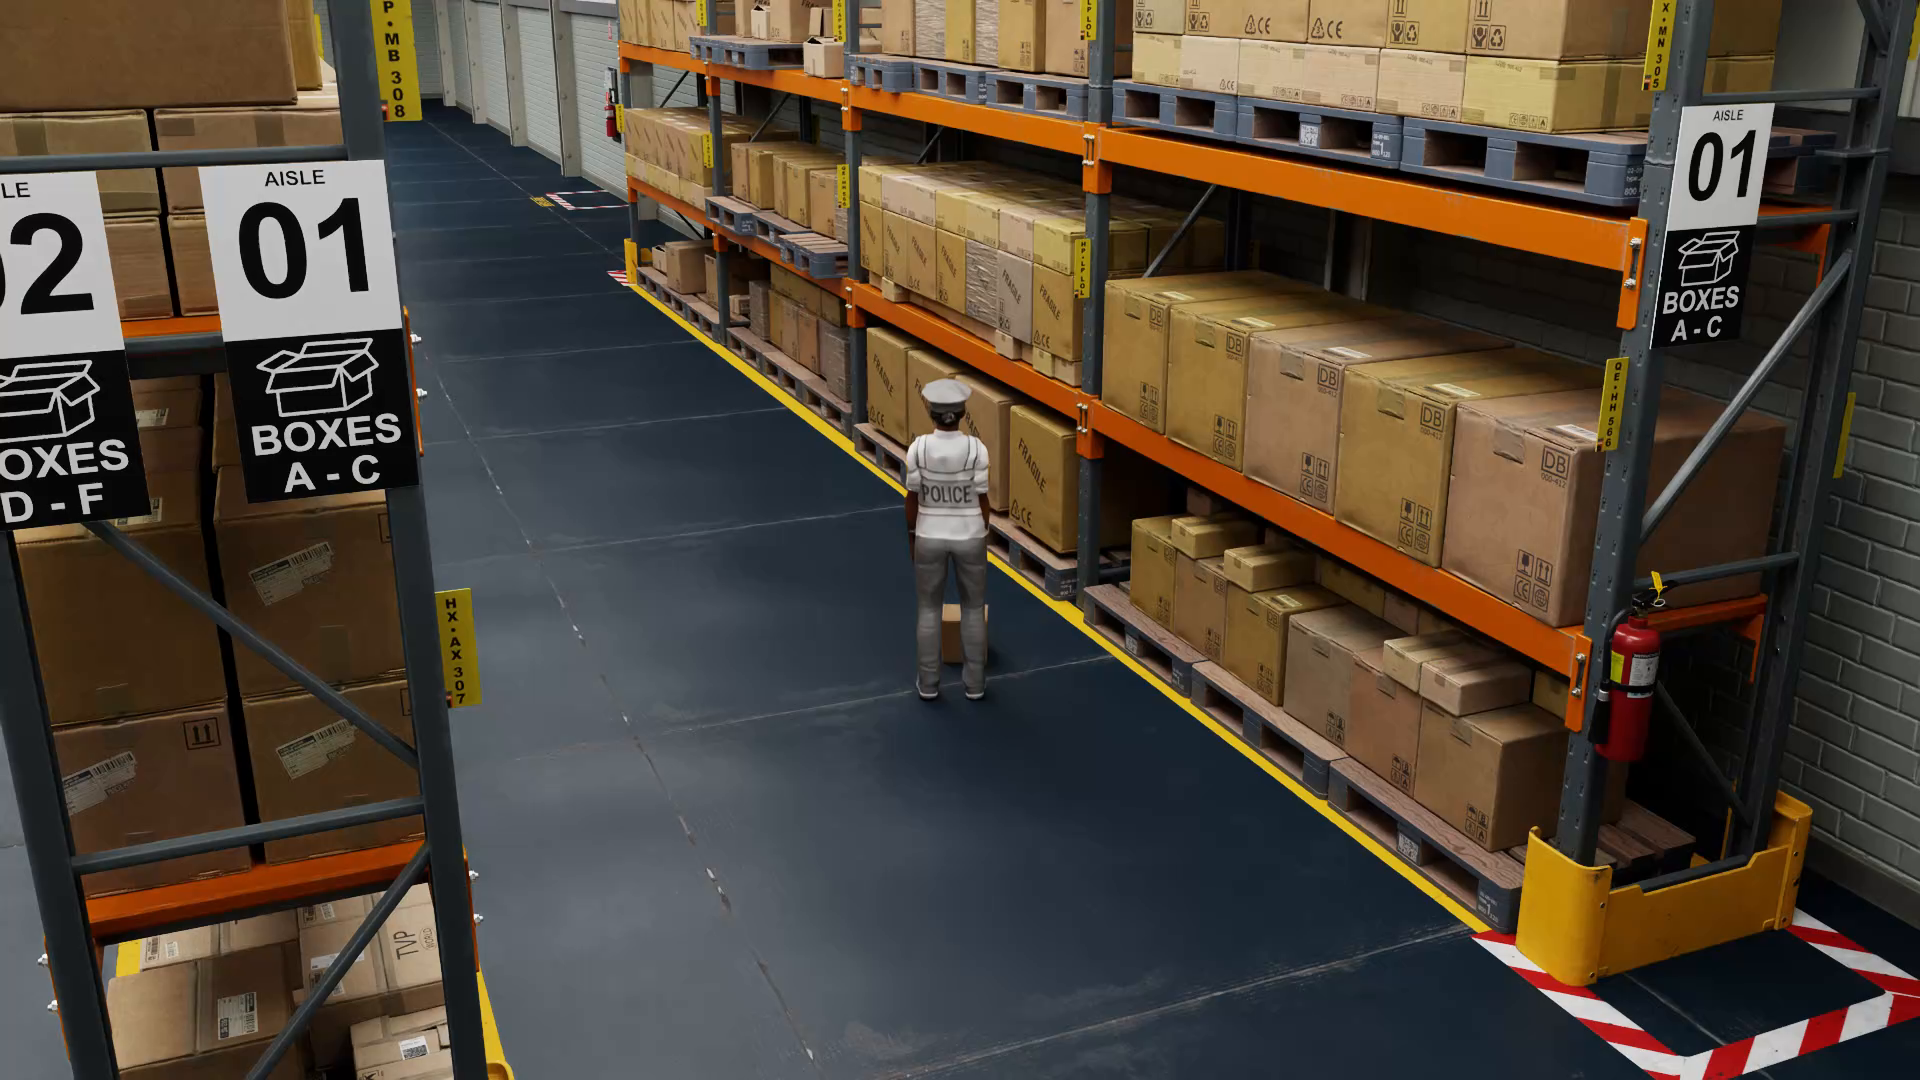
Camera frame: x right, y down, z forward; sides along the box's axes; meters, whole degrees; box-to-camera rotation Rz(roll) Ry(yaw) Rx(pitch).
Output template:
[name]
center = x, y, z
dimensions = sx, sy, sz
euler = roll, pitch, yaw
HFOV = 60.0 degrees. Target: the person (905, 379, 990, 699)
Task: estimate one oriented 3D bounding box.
[person]
center = -0.063, 0.007, 8.539
dimensions = 0.437, 1.670, 0.341
euler = 1, 19, 3
